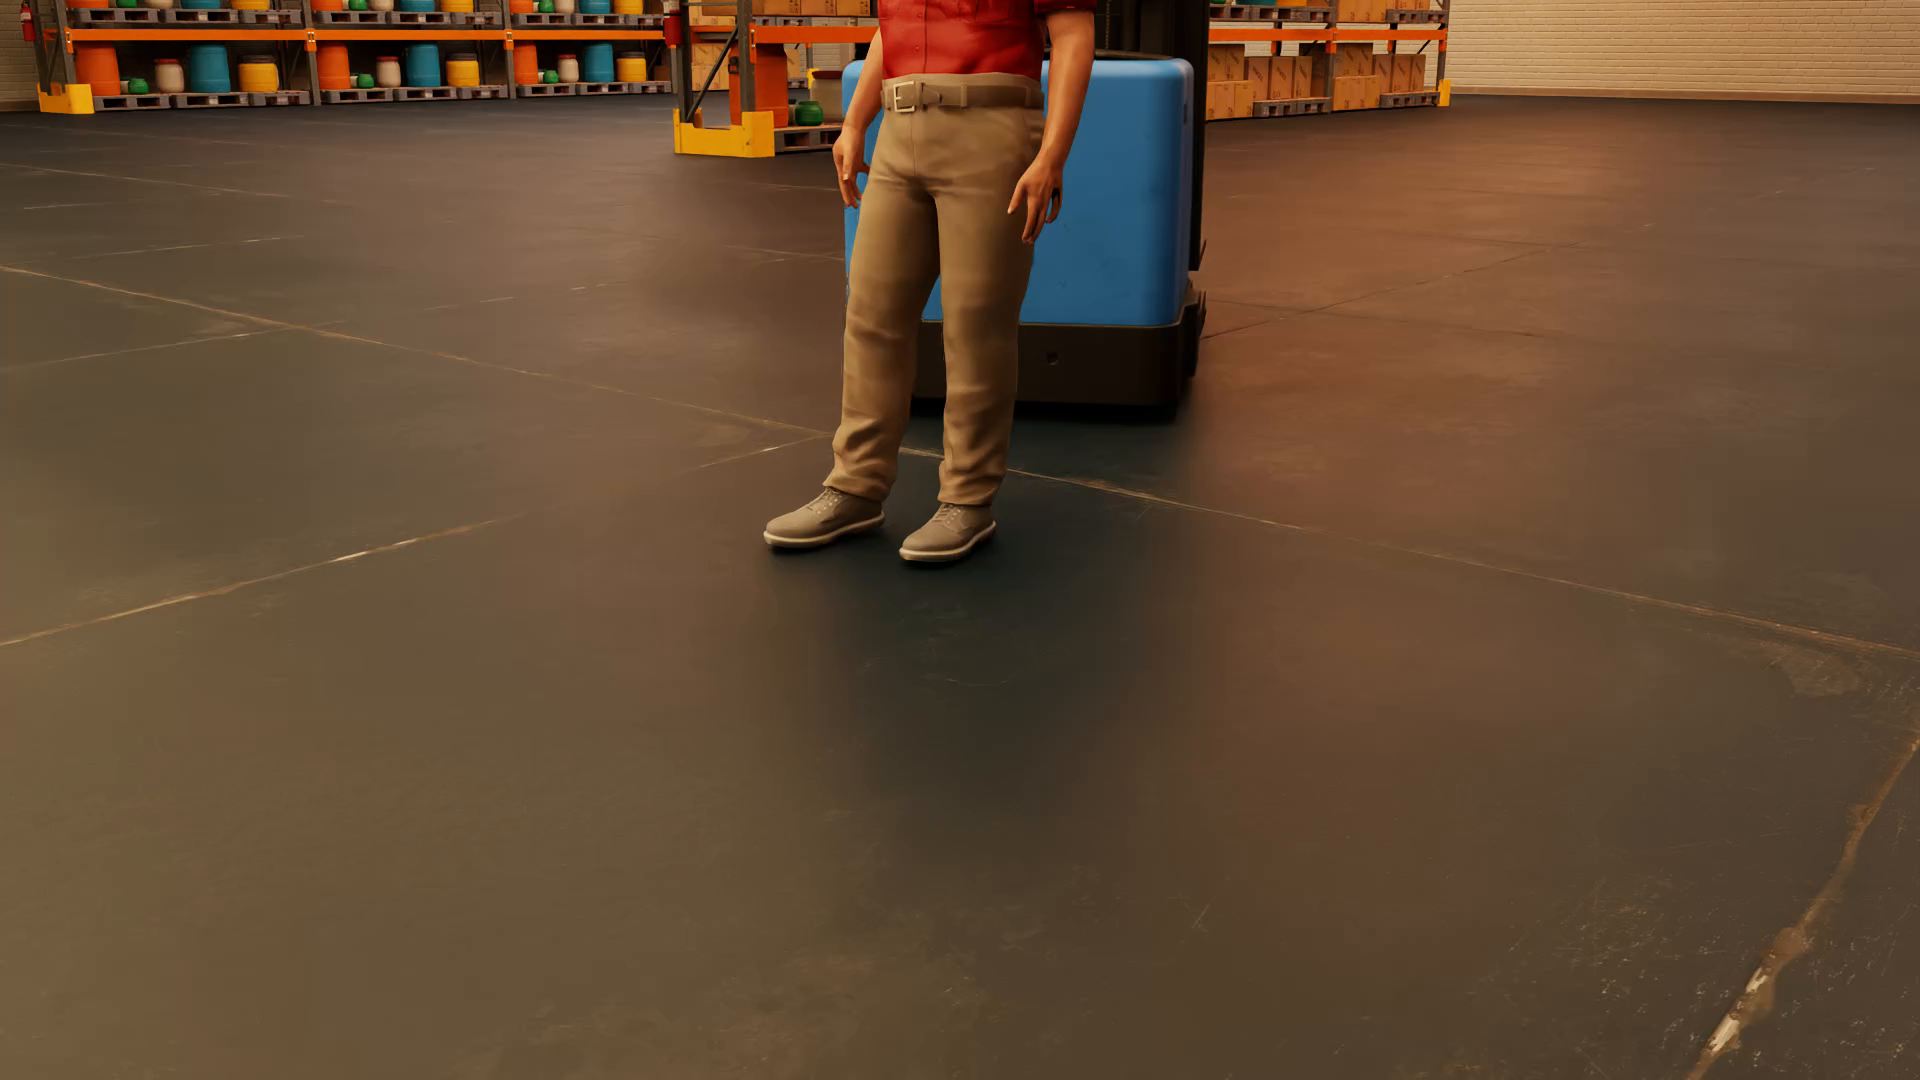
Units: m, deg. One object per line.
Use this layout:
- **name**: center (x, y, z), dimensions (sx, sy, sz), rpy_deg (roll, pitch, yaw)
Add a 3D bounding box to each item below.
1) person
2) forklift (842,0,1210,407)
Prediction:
- **person**: center (-0.066, -0.817, 3.629), dimensions (0.641, 1.727, 0.550), rpy_deg (13, 21, 37)
- **forklift**: center (0.390, -2.193, 6.120), dimensions (1.130, 2.935, 3.031), rpy_deg (3, 17, 9)
